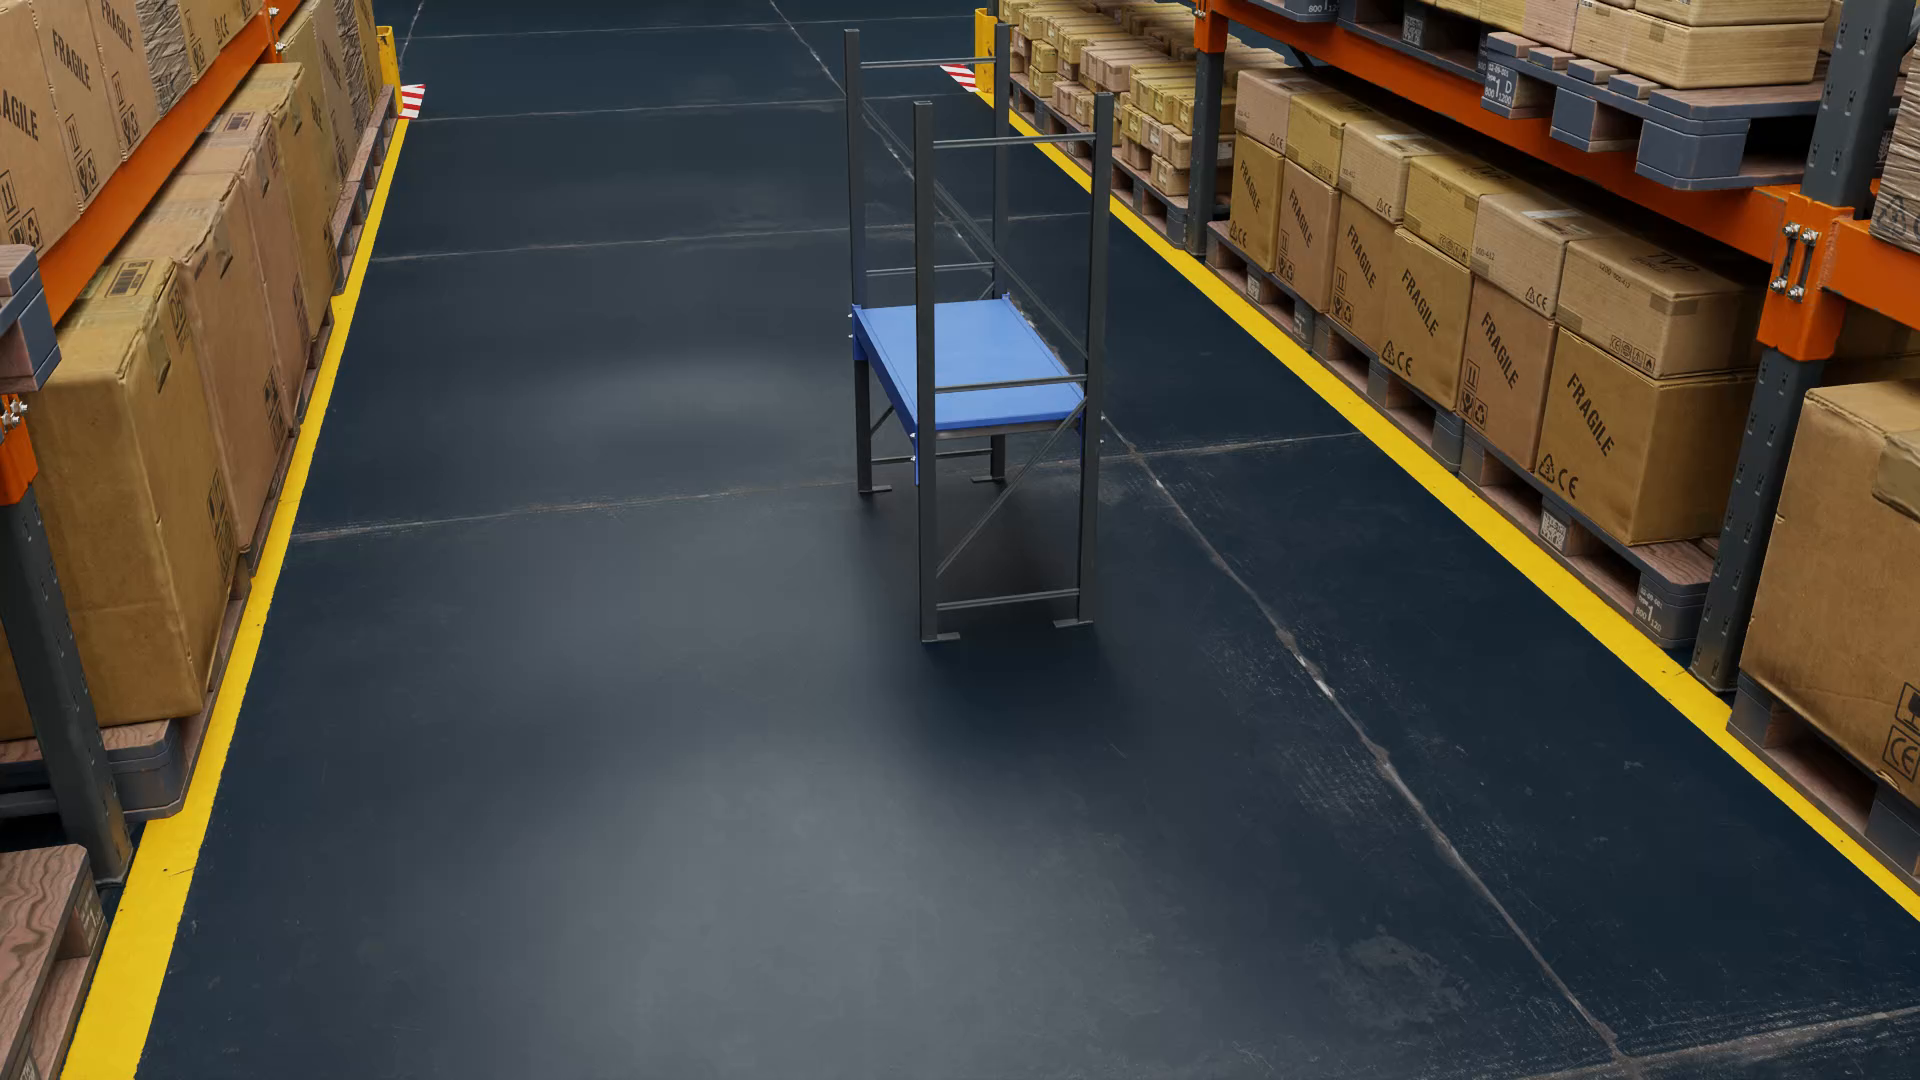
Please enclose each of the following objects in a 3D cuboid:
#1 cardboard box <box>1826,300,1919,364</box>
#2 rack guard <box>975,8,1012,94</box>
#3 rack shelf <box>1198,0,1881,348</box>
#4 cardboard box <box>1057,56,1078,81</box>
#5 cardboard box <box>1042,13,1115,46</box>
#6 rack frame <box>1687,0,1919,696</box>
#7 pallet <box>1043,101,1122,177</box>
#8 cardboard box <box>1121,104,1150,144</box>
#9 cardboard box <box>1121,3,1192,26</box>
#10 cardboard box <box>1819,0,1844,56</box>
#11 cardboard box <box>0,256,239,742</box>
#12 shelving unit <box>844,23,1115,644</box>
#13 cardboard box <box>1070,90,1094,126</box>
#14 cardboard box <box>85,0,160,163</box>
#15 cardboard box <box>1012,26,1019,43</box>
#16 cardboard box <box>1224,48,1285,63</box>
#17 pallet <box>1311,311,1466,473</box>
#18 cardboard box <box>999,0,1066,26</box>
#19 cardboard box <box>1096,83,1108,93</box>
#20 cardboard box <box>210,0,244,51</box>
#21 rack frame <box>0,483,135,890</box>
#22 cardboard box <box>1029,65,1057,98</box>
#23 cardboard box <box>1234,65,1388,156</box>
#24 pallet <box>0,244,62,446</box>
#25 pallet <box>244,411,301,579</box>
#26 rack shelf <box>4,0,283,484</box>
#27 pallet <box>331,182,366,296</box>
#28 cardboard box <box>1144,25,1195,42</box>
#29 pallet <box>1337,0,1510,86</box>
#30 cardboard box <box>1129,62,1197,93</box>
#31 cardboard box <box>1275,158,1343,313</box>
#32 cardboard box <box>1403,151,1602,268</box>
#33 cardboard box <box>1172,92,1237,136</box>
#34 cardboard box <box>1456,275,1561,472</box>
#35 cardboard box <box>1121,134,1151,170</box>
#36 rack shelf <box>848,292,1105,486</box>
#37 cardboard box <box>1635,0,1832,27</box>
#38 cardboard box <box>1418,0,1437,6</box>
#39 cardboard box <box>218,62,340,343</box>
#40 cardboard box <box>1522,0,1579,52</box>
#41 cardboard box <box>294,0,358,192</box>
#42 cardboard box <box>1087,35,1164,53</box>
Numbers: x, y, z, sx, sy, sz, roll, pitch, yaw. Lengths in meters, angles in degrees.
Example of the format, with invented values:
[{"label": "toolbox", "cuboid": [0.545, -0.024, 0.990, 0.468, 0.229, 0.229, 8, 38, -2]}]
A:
[{"label": "cardboard box", "cuboid": [2.565, -0.735, 4.852, 0.500, 0.250, 0.500, -7, 28, -14]}, {"label": "rack guard", "cuboid": [0.698, -3.364, 11.360, 1.175, 0.500, 0.348, -6, 27, -12]}, {"label": "rack shelf", "cuboid": [2.033, -1.558, 5.806, 1.077, 0.370, 4.000, -6, 27, -12]}, {"label": "cardboard box", "cuboid": [0.802, -2.850, 9.935, 0.380, 0.149, 0.250, -7, 28, -14]}, {"label": "cardboard box", "cuboid": [0.716, -3.096, 10.093, 0.380, 0.149, 0.250, -7, 28, -14]}, {"label": "rack frame", "cuboid": [2.484, -1.001, 3.904, 1.000, 3.000, 0.127, -6, 27, -12]}, {"label": "pallet", "cuboid": [1.118, -2.340, 9.652, 1.003, 0.211, 1.213, -6, 27, -12]}, {"label": "cardboard box", "cuboid": [1.051, -2.144, 8.537, 0.380, 0.149, 0.250, -7, 28, -13]}, {"label": "cardboard box", "cuboid": [1.230, -3.270, 10.437, 0.380, 0.149, 0.250, -7, 28, -13]}, {"label": "cardboard box", "cuboid": [2.520, -1.411, 4.529, 0.380, 0.149, 0.250, -5, 27, -9]}, {"label": "cardboard box", "cuboid": [-2.506, -0.086, 3.983, 1.225, 0.875, 0.875, -7, 28, -14]}, {"label": "shelving unit", "cuboid": [0.019, -0.632, 4.838, 0.538, 1.500, 1.048, -6, 27, -12]}, {"label": "cardboard box", "cuboid": [0.849, -2.488, 9.547, 0.380, 0.149, 0.250, -6, 27, -12]}, {"label": "cardboard box", "cuboid": [-2.453, -1.278, 4.342, 0.500, 0.500, 0.500, -6, 27, -13]}, {"label": "cardboard box", "cuboid": [0.549, -3.305, 10.836, 0.380, 0.149, 0.250, -5, 27, -9]}, {"label": "cardboard box", "cuboid": [1.539, -2.575, 9.060, 0.380, 0.149, 0.250, -5, 27, -10]}, {"label": "pallet", "cuboid": [2.038, -0.634, 6.272, 1.003, 0.211, 1.213, -6, 27, -12]}, {"label": "cardboard box", "cuboid": [0.468, -3.429, 10.752, 0.380, 0.149, 0.250, -7, 28, -14]}, {"label": "cardboard box", "cuboid": [0.973, -2.494, 9.229, 0.380, 0.149, 0.250, -7, 28, -14]}, {"label": "cardboard box", "cuboid": [-2.796, -1.947, 5.667, 0.500, 0.500, 0.500, -5, 27, -10]}, {"label": "rack frame", "cuboid": [-2.371, -0.542, 2.994, 1.000, 3.000, 0.127, -6, 27, -12]}, {"label": "cardboard box", "cuboid": [0.640, -2.827, 10.220, 0.380, 0.149, 0.250, -6, 27, -11]}, {"label": "cardboard box", "cuboid": [1.492, -1.812, 6.987, 0.500, 0.250, 0.500, -7, 28, -14]}, {"label": "pallet", "cuboid": [-2.107, -0.154, 2.439, 1.213, 0.211, 1.003, -6, 27, -12]}, {"label": "pallet", "cuboid": [-2.747, -0.185, 5.383, 1.003, 0.211, 1.213, -6, 27, -12]}, {"label": "rack shelf", "cuboid": [-2.822, -1.099, 4.896, 1.077, 0.370, 4.000, -6, 27, -12]}, {"label": "pallet", "cuboid": [-3.368, -1.395, 7.779, 1.003, 0.211, 1.213, -6, 27, -12]}, {"label": "cardboard box", "cuboid": [1.293, -2.910, 9.725, 0.380, 0.149, 0.250, -7, 28, -13]}, {"label": "pallet", "cuboid": [1.998, -1.780, 5.661, 1.003, 0.211, 1.213, -6, 27, -12]}, {"label": "cardboard box", "cuboid": [1.107, -2.406, 8.725, 0.380, 0.149, 0.250, -5, 27, -10]}, {"label": "cardboard box", "cuboid": [1.612, -1.245, 6.696, 0.500, 0.500, 0.500, -5, 27, -9]}, {"label": "cardboard box", "cuboid": [1.851, -1.126, 5.628, 0.500, 0.250, 0.500, -5, 27, -10]}, {"label": "cardboard box", "cuboid": [1.249, -2.067, 8.054, 0.380, 0.149, 0.250, -5, 27, -10]}, {"label": "cardboard box", "cuboid": [1.968, -0.563, 5.345, 0.500, 0.500, 0.500, -5, 27, -10]}, {"label": "cardboard box", "cuboid": [1.063, -2.041, 8.663, 0.380, 0.149, 0.250, -7, 28, -13]}, {"label": "rack shelf", "cuboid": [0.019, -0.472, 4.919, 0.538, 0.185, 1.000, -6, 27, -12]}, {"label": "cardboard box", "cuboid": [1.929, -1.380, 4.137, 0.380, 0.149, 0.250, -5, 27, -11]}, {"label": "cardboard box", "cuboid": [1.641, -1.810, 5.320, 0.380, 0.149, 0.250, -5, 27, -10]}, {"label": "cardboard box", "cuboid": [-3.109, -1.258, 6.305, 1.225, 0.875, 0.875, -6, 27, -11]}, {"label": "cardboard box", "cuboid": [1.813, -1.468, 4.643, 0.380, 0.149, 0.250, -5, 27, -11]}, {"label": "cardboard box", "cuboid": [-3.546, -2.230, 8.230, 0.875, 0.875, 0.875, -6, 27, -12]}, {"label": "cardboard box", "cuboid": [0.934, -2.753, 9.412, 0.380, 0.149, 0.250, -6, 27, -11]}]
